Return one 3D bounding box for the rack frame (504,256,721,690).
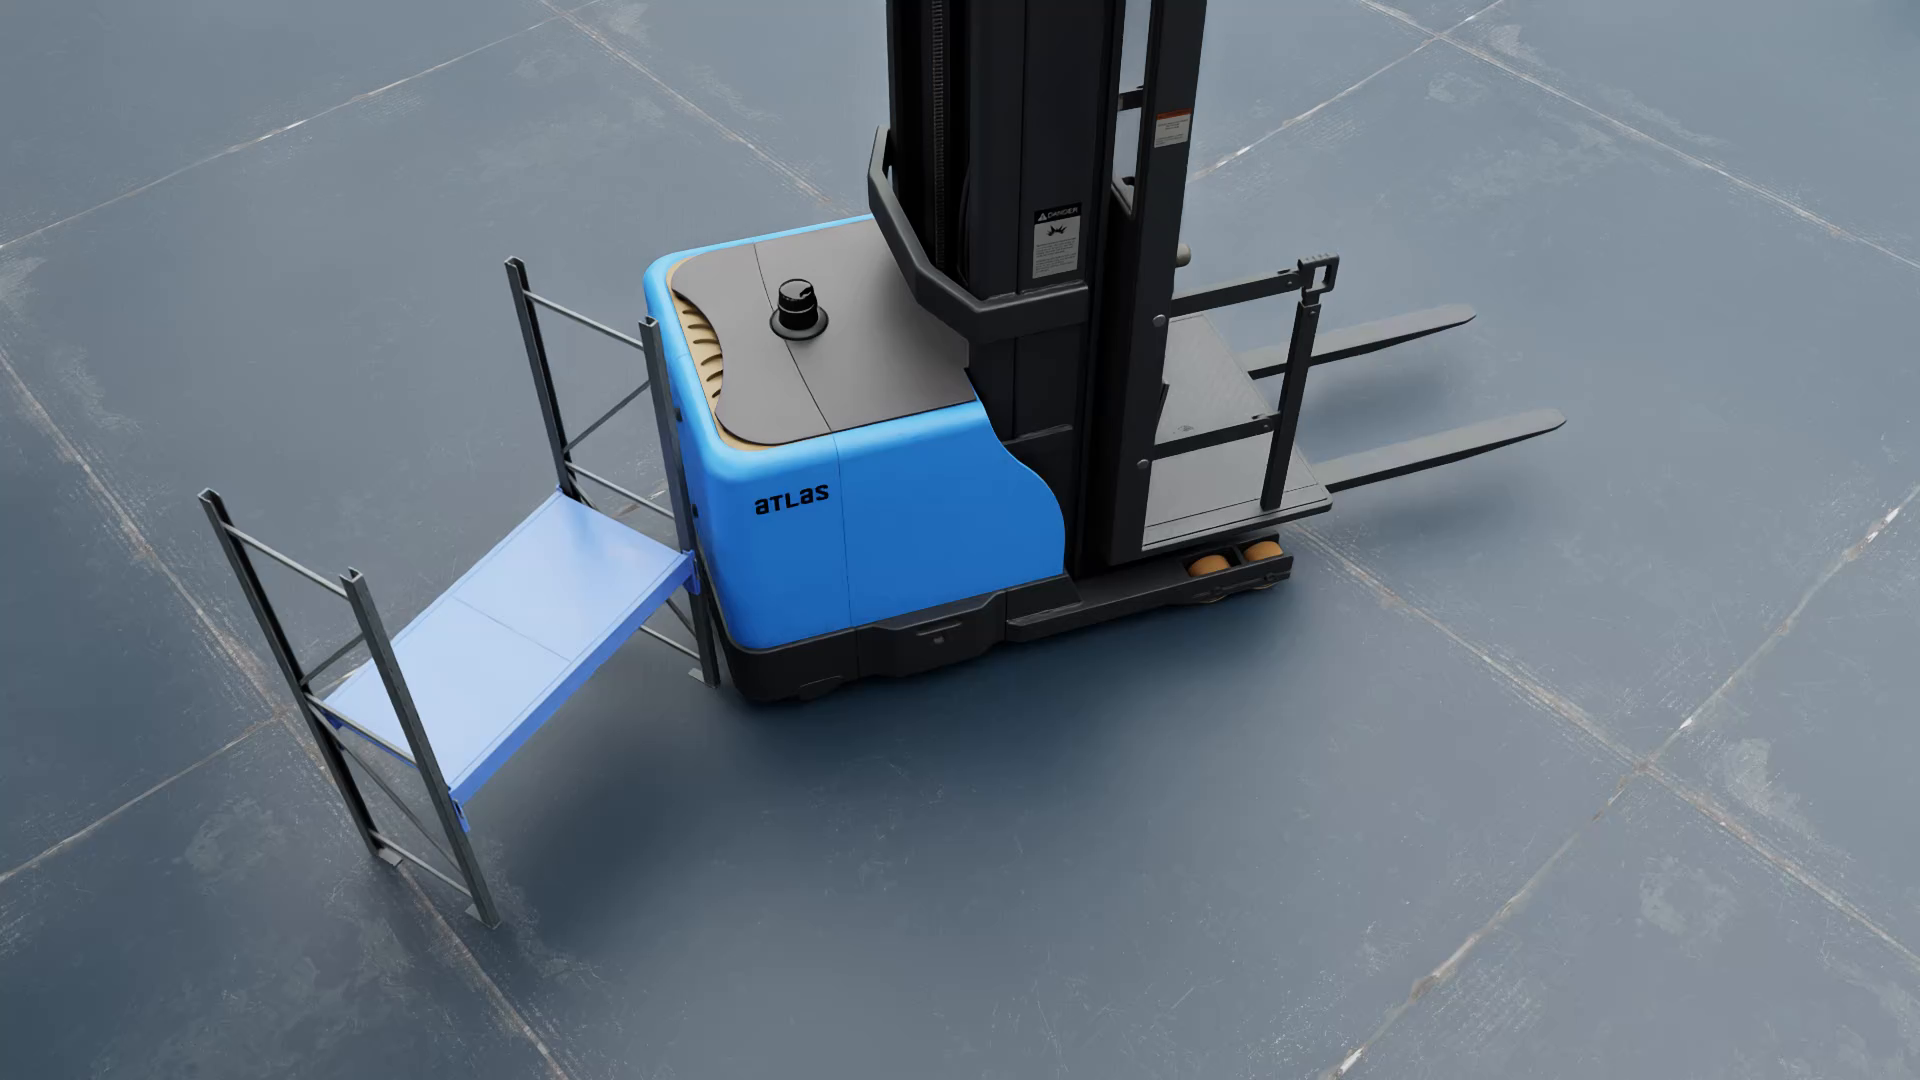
[{"bbox_3d":[-0.984,-0.137,4.856,0.500,1.500,0.032,25,52,21],"label":"rack frame"}]

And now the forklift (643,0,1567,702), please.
[{"bbox_3d":[0.590,-1.140,4.807,3.031,2.935,1.130,-14,49,-12],"label":"forklift"}]

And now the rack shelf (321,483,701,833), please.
[{"bbox_3d":[-1.255,0.301,4.697,0.538,0.185,1.000,25,52,21],"label":"rack shelf"}]

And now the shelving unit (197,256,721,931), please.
[{"bbox_3d":[-1.255,0.179,4.565,0.538,1.500,1.048,25,52,21],"label":"shelving unit"}]

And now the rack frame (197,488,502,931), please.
[{"bbox_3d":[-1.526,0.495,4.273,0.500,1.500,0.032,25,52,21],"label":"rack frame"}]
